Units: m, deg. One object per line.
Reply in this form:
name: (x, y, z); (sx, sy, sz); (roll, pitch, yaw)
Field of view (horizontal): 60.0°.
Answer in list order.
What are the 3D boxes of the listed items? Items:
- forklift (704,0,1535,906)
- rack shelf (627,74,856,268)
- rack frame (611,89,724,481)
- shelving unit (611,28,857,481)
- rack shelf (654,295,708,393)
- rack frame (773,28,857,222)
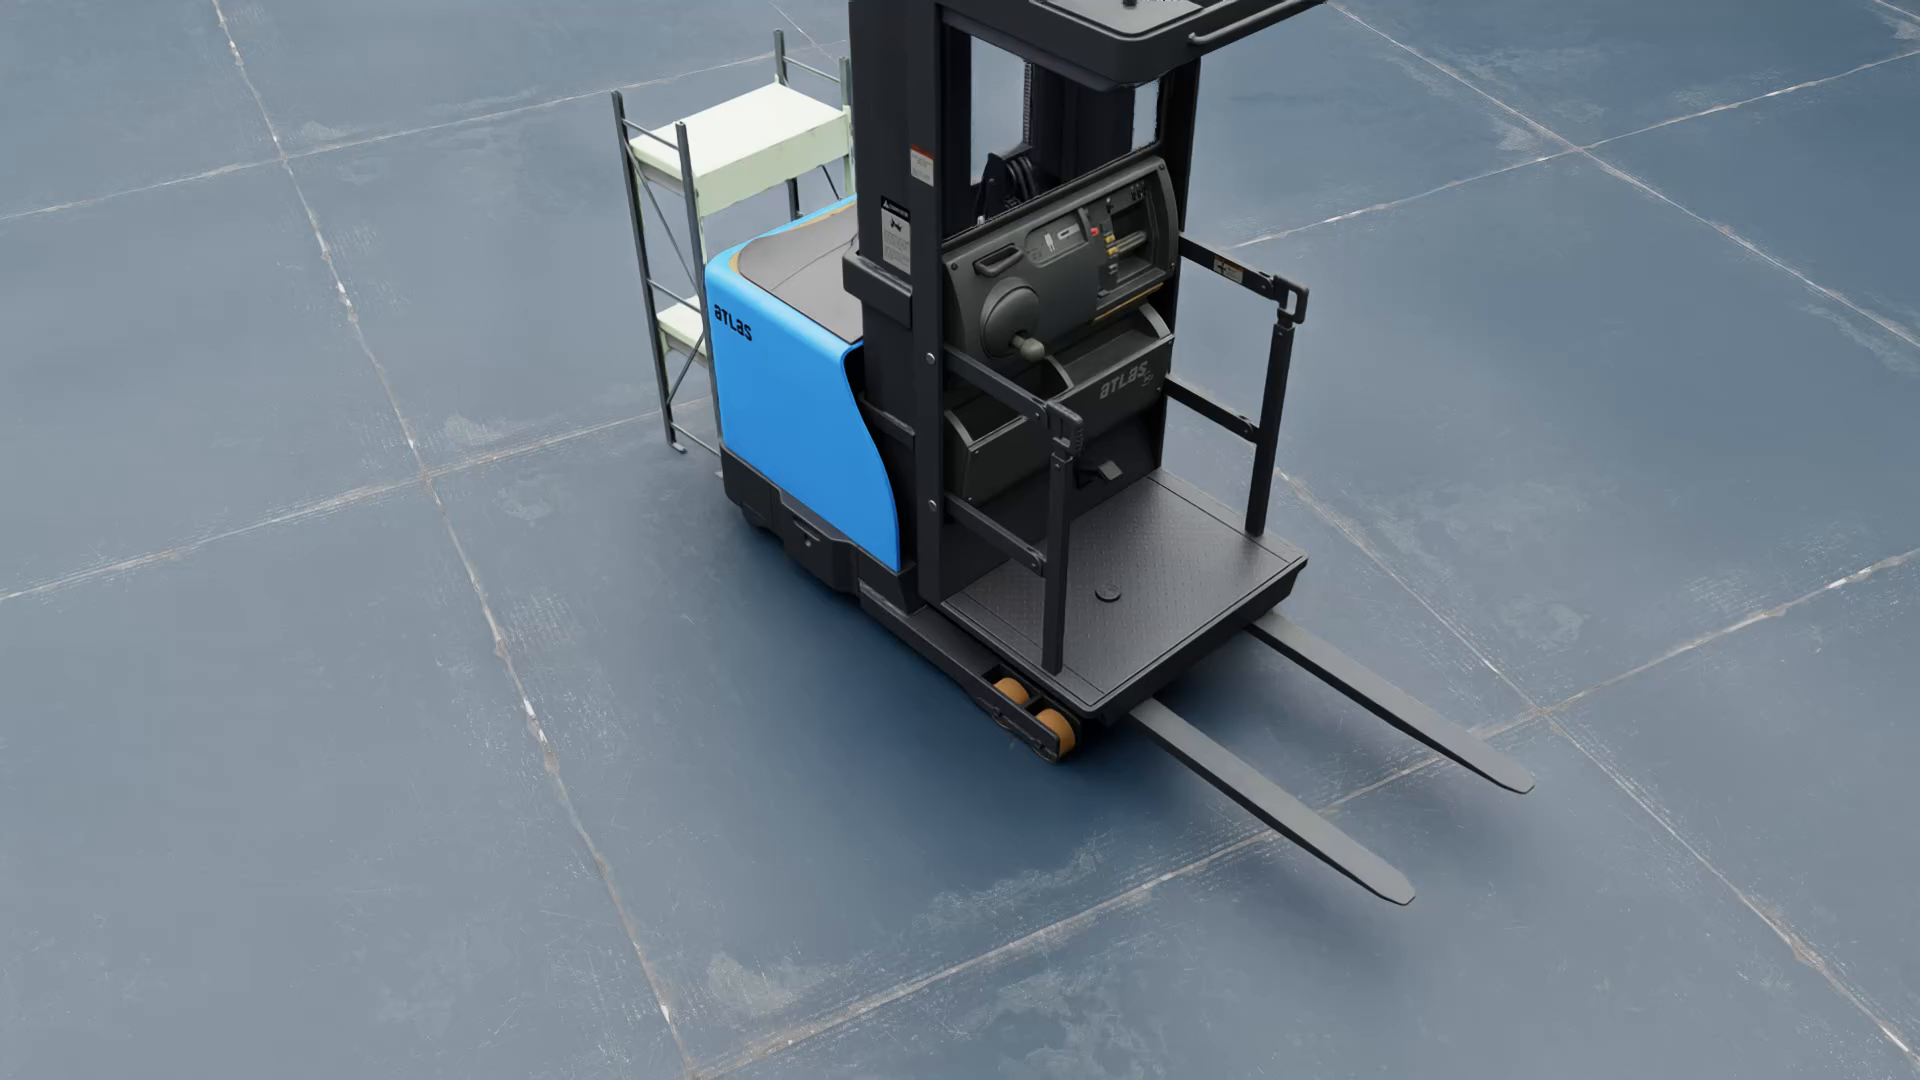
forklift: (0.469, -0.781, 4.904); (1.130, 2.935, 3.031); (-31, 49, -31)
rack shelf: (-0.796, -1.361, 6.083); (0.720, 0.370, 0.431); (-33, 48, -33)
rack frame: (-1.048, -0.891, 6.132); (0.023, 1.500, 0.400); (-33, 48, -33)
shelving unit: (-0.789, -1.058, 6.329); (0.755, 1.500, 0.431); (-33, 48, -33)
rack shelf: (-0.782, -0.805, 6.534); (0.720, 0.370, 0.431); (-33, 48, -33)
rack frame: (-0.529, -1.225, 6.526); (0.023, 1.500, 0.400); (-33, 48, -33)
